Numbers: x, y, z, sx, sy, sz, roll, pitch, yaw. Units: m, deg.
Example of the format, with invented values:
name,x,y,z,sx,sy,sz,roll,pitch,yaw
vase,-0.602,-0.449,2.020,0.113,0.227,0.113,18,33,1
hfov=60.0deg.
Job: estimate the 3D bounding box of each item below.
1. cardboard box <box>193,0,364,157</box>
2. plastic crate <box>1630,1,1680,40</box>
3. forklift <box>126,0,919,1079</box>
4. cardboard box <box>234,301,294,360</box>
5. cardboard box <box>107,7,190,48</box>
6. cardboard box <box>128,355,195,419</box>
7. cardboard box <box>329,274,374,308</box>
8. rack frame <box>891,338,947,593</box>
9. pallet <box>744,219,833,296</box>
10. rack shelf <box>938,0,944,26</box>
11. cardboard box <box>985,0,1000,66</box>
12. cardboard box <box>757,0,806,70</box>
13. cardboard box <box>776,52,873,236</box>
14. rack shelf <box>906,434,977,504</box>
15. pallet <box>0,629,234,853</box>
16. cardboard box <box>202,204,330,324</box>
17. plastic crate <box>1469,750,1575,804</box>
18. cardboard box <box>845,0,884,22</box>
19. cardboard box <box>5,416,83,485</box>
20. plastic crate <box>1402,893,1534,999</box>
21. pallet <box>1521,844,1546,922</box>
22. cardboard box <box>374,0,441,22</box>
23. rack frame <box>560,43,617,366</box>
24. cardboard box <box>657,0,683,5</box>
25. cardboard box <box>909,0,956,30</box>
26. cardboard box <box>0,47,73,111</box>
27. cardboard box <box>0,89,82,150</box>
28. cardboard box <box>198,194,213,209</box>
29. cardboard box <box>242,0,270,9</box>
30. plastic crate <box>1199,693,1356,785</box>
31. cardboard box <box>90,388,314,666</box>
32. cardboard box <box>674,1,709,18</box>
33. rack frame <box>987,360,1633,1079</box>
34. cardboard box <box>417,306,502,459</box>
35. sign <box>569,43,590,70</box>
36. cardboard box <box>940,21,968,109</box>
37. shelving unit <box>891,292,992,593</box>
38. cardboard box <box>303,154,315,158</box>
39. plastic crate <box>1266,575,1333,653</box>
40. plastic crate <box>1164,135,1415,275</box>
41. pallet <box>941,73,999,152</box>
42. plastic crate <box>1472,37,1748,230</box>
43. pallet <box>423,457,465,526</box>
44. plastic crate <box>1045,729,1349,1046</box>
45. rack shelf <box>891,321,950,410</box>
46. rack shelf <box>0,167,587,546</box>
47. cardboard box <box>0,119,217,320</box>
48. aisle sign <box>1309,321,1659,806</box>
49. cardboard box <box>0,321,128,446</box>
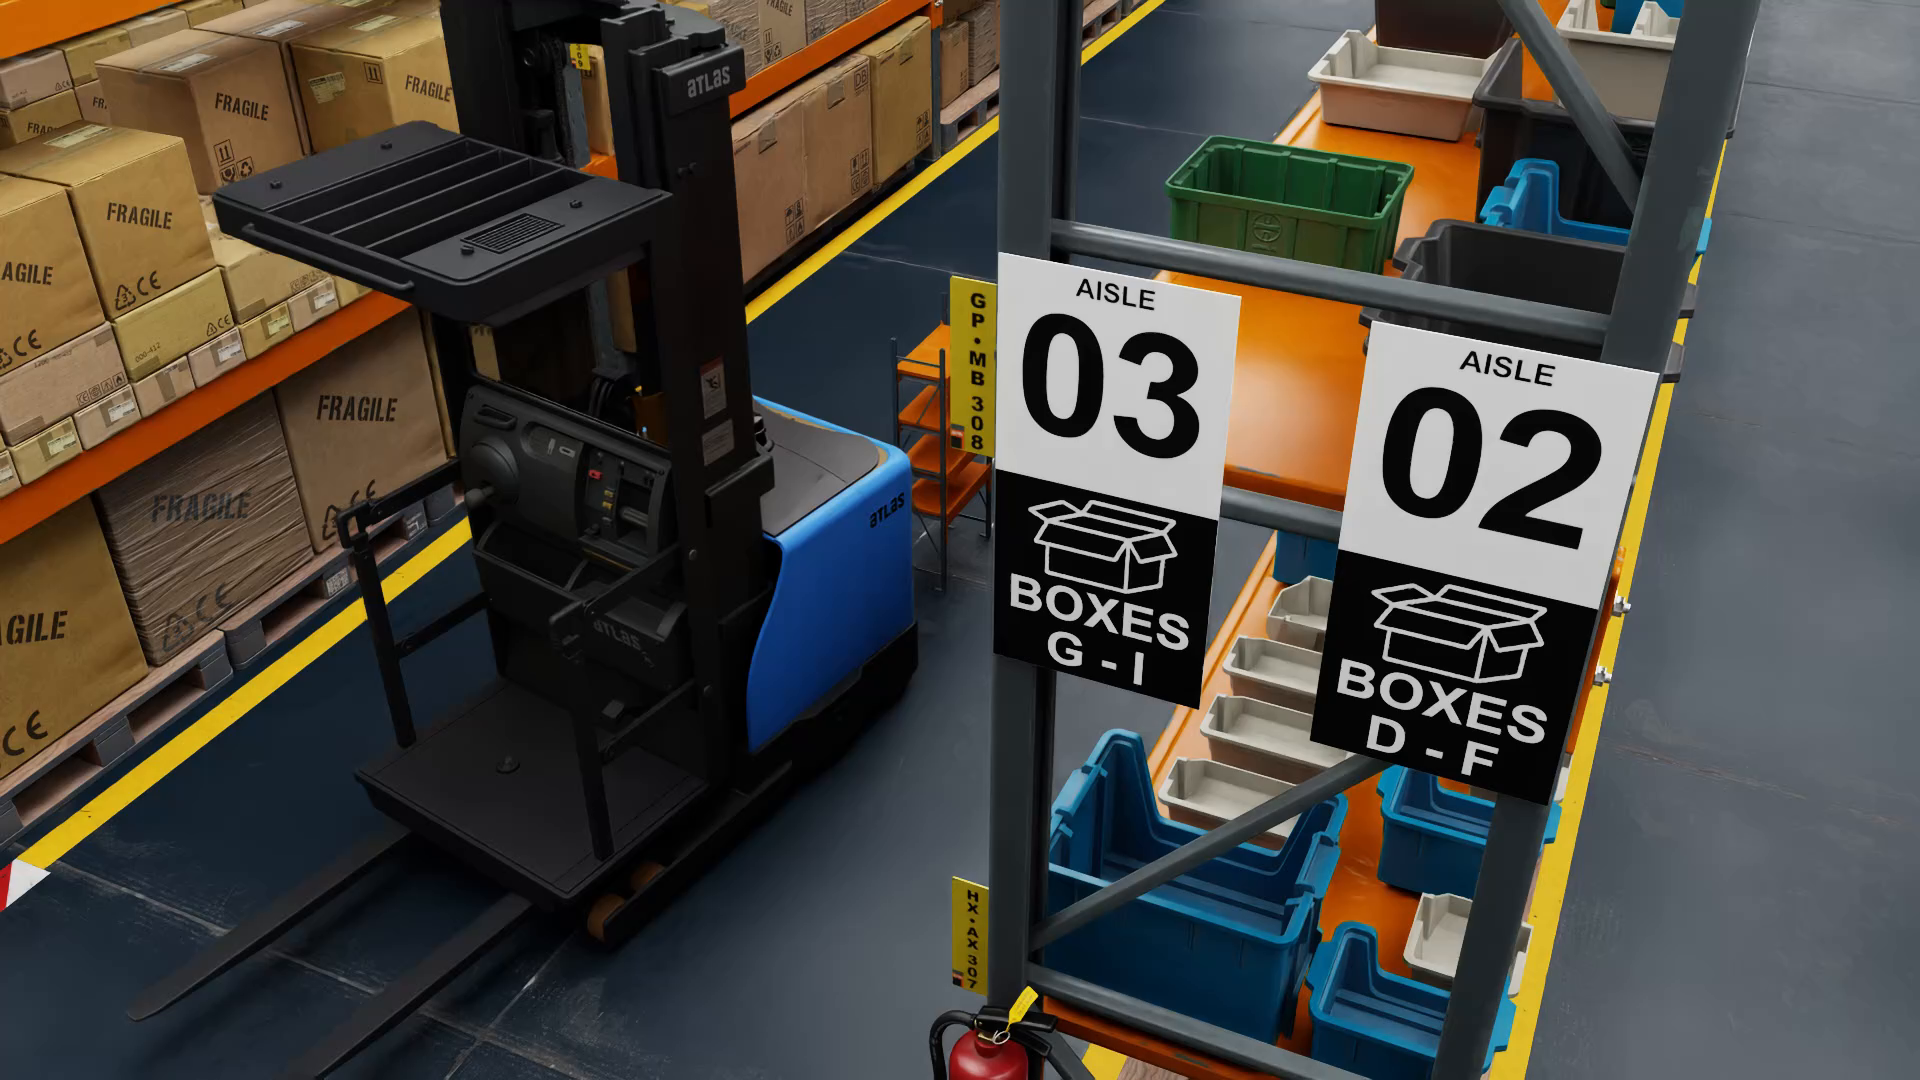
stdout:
name,x,y,z,sx,sy,sz,roll,pitch,yaw
cardboard box,-2.934,-2.040,7.307,0.500,0.500,0.500,14,36,20
plastic crate,2.023,-1.375,4.616,0.293,0.136,0.466,14,36,20
forklift,-1.429,-0.156,5.314,1.130,2.935,3.031,21,39,29
cardboard box,-2.872,-0.858,6.552,0.380,0.149,0.250,13,36,19
cardboard box,-5.764,-3.546,11.635,0.500,0.250,0.500,16,36,22
cardboard box,-3.086,-0.604,6.164,0.380,0.149,0.250,13,36,20
cardboard box,-2.656,-1.116,6.945,0.380,0.149,0.250,14,36,20
rack frame,-0.171,-0.298,7.110,0.240,1.200,0.015,14,36,20
pallet,-1.525,-1.933,10.505,1.003,0.211,1.213,14,36,20
rack shelf,0.221,-4.775,12.953,1.077,0.370,4.000,14,36,20
cardboard box,0.098,-4.120,13.176,0.700,0.500,0.500,17,37,24
cardboard box,-1.239,-3.060,9.589,0.500,0.500,0.500,15,36,21
cardboard box,-1.303,-2.586,10.513,1.225,0.875,0.875,14,36,21
rack shelf,-0.069,-0.363,7.332,0.258,0.148,0.480,14,36,20
pallet,-3.699,0.654,6.560,1.003,0.211,1.213,14,36,20
cardboard box,-2.878,-1.105,6.566,0.500,0.250,0.500,13,36,20
plastic crate,1.432,0.600,4.285,0.250,0.136,0.298,14,36,20
cardboard box,-0.811,-3.572,10.371,0.500,0.500,0.500,14,36,20
cardboard box,-3.301,-0.347,5.773,0.380,0.149,0.250,13,36,19
plastic crate,1.148,0.938,3.770,0.250,0.136,0.298,14,36,20
pallet,1.428,1.200,5.728,1.003,0.211,1.213,14,36,20
cardboard box,-2.238,-2.173,7.510,0.500,0.500,0.500,15,36,22
rack frame,-2.289,-2.088,8.198,1.000,3.000,0.127,14,36,20
cardboard box,-1.731,-3.208,8.901,0.797,0.503,0.637,15,36,21
cardboard box,-0.362,-3.873,12.115,0.500,0.250,0.500,16,36,22
cardboard box,-6.202,-3.027,10.844,0.500,0.250,0.500,13,35,18
cardboard box,-6.201,-2.713,11.049,0.500,0.500,0.500,16,36,22
cardboard box,-3.361,-1.226,6.749,0.500,0.250,0.500,14,36,21
cardboard box,-5.327,-4.057,12.415,0.500,0.250,0.500,15,36,21
plastic crate,0.847,0.537,4.381,0.396,0.136,0.243,14,36,20
cardboard box,-3.386,-0.173,6.833,0.875,0.875,0.875,14,36,20
cardboard box,-1.660,-2.552,8.815,0.500,0.500,0.500,14,36,21
rack frame,0.536,1.041,3.427,1.000,3.000,0.127,14,36,20
cardboard box,-2.638,-1.064,8.193,0.875,0.875,0.875,14,36,20
sign,-1.784,-2.356,7.746,0.100,0.325,0.005,14,36,20
cardboard box,-0.353,-3.557,12.317,0.700,0.500,0.500,12,35,18
shelving unit,-0.069,-0.419,7.295,0.258,1.200,0.503,14,36,20
cardboard box,-2.936,-1.729,7.517,0.500,0.250,0.500,14,36,20
plastic crate,1.049,0.241,4.832,0.298,0.136,0.250,14,36,20
plastic crate,0.690,-0.682,3.512,0.450,0.188,0.336,14,36,20
pallet,-0.287,-3.303,12.594,1.003,0.211,1.213,14,36,20
plastic crate,1.425,-0.886,3.686,0.504,0.338,0.767,14,36,20
pallet,-2.678,-0.561,8.413,1.003,0.211,1.213,14,36,20
plastic crate,0.507,0.791,3.721,0.616,0.435,0.499,14,36,20
rack shelf,-0.069,-0.748,7.080,0.258,0.148,0.480,14,36,20
rack shelf,-3.126,-0.791,6.877,1.077,0.370,4.000,14,36,20
cardboard box,-3.096,-1.156,5.960,0.500,0.500,0.500,13,35,19
aisle sign,0.776,0.058,2.556,0.394,0.787,0.004,14,36,20
cardboard box,-3.305,-0.595,5.787,0.500,0.250,0.500,14,36,20
